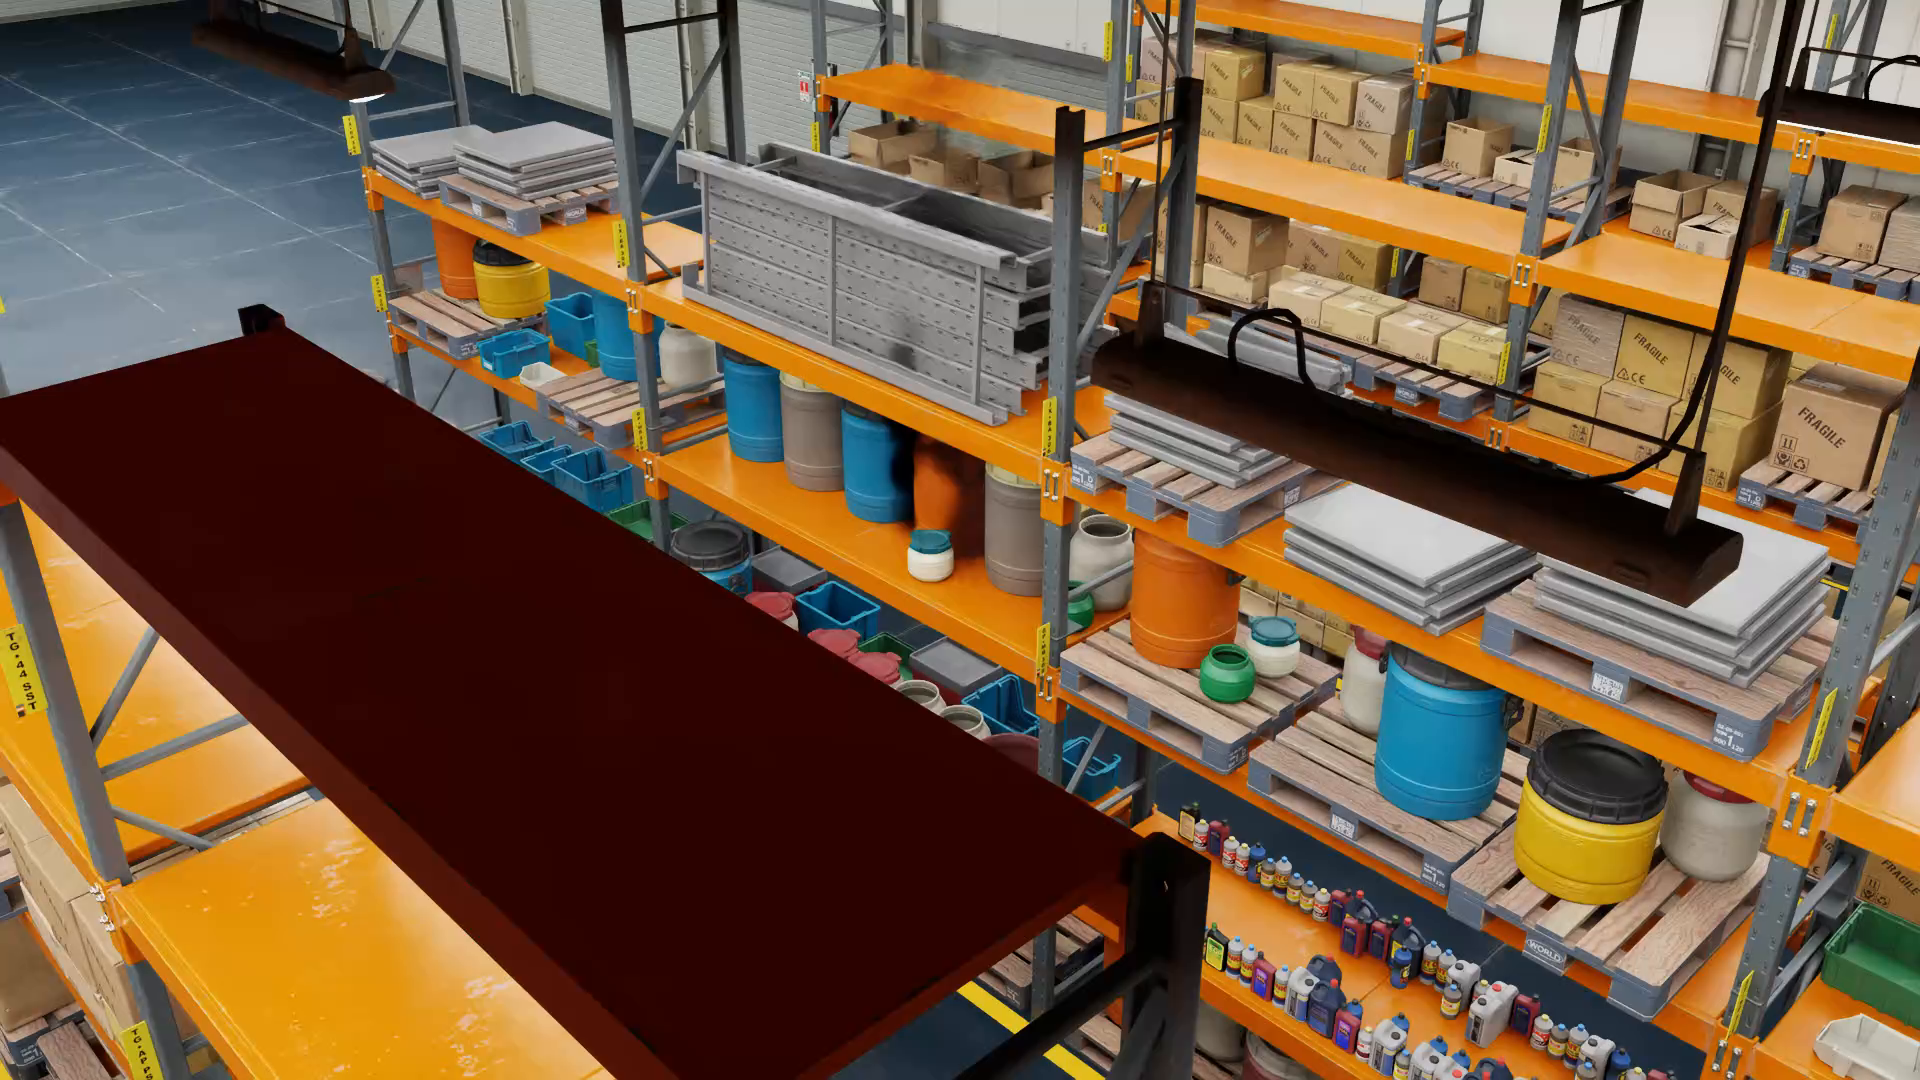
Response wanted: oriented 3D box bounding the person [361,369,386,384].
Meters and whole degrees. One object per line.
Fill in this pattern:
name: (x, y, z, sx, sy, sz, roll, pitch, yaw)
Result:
person: (-5.816, -0.964, 16.956, 0.672, 1.680, 0.655, -3, 28, -6)
